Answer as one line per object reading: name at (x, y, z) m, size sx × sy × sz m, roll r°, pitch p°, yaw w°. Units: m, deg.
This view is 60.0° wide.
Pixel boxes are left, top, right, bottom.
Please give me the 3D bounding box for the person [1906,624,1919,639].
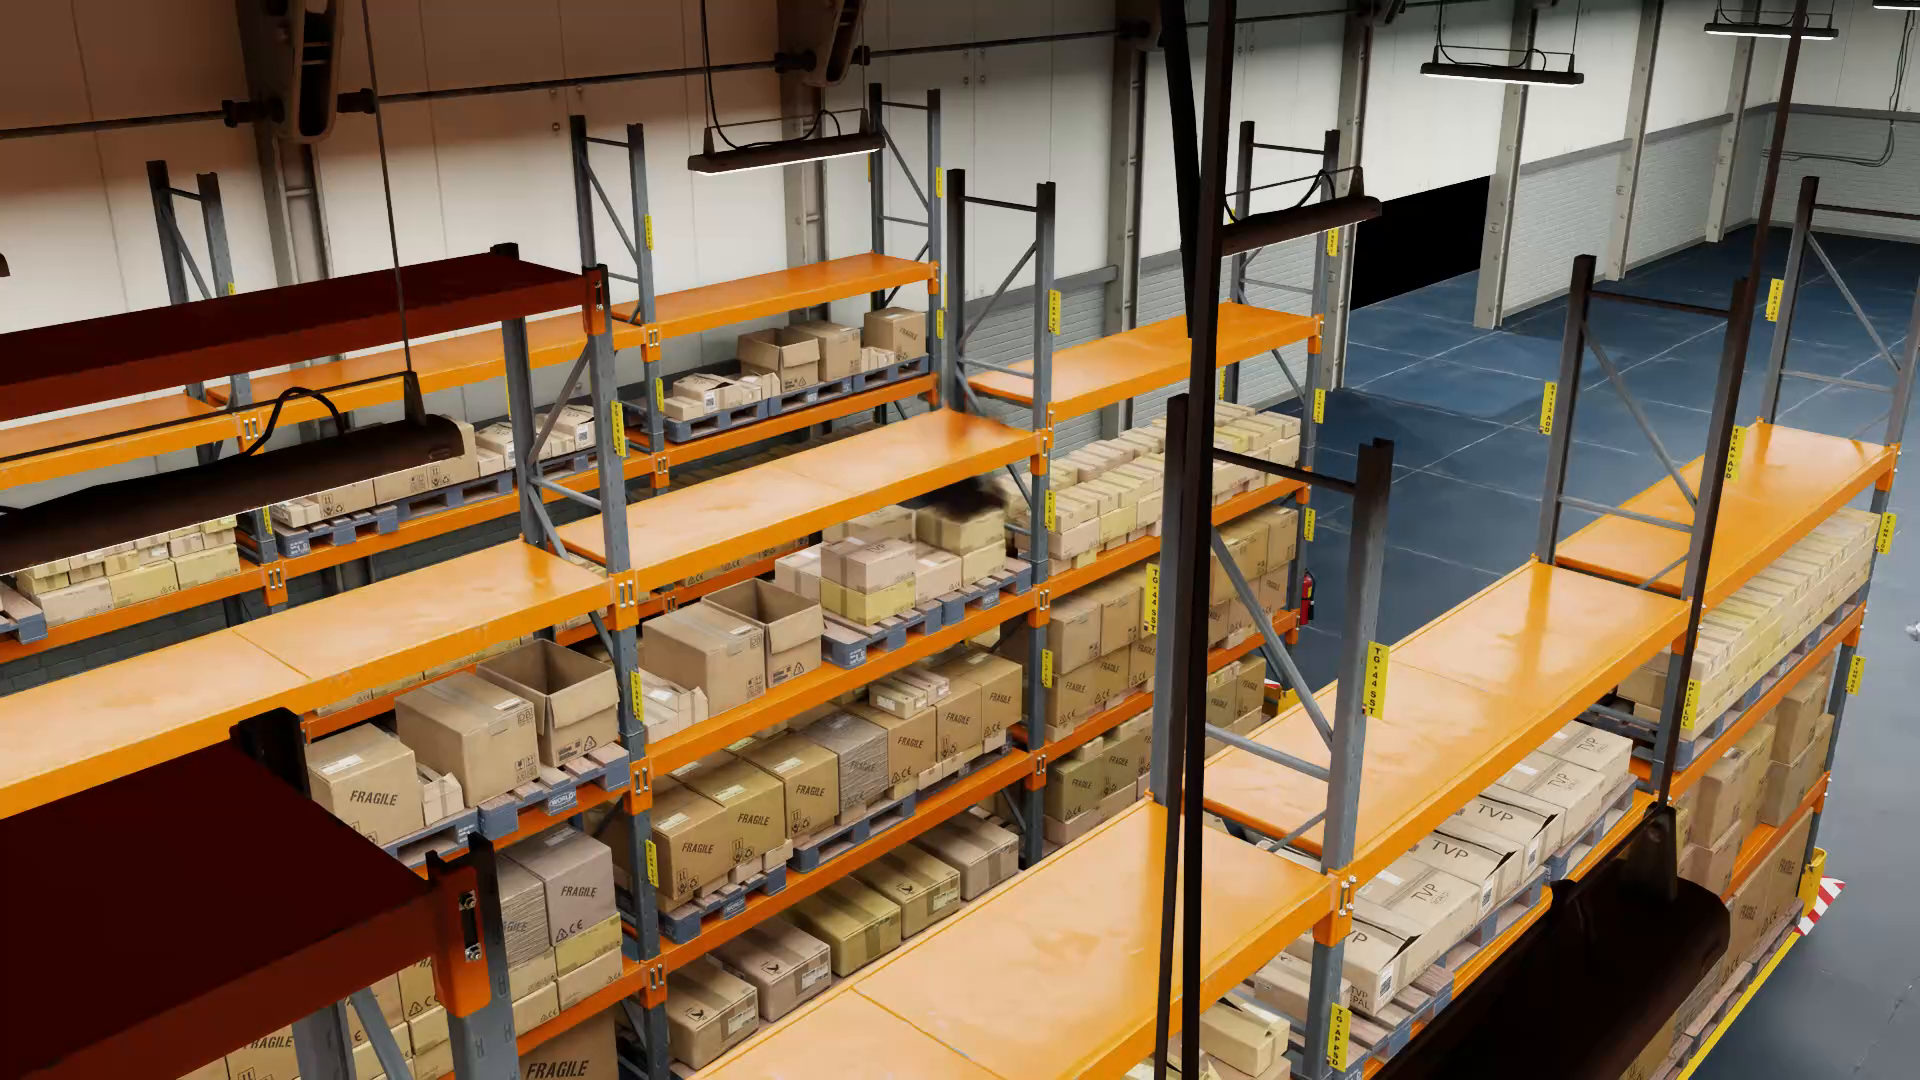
person at (11.142, 0.385, 18.502) m, size 0.668 × 1.765 × 0.998 m, roll -5°, pitch 22°, yaw -13°
